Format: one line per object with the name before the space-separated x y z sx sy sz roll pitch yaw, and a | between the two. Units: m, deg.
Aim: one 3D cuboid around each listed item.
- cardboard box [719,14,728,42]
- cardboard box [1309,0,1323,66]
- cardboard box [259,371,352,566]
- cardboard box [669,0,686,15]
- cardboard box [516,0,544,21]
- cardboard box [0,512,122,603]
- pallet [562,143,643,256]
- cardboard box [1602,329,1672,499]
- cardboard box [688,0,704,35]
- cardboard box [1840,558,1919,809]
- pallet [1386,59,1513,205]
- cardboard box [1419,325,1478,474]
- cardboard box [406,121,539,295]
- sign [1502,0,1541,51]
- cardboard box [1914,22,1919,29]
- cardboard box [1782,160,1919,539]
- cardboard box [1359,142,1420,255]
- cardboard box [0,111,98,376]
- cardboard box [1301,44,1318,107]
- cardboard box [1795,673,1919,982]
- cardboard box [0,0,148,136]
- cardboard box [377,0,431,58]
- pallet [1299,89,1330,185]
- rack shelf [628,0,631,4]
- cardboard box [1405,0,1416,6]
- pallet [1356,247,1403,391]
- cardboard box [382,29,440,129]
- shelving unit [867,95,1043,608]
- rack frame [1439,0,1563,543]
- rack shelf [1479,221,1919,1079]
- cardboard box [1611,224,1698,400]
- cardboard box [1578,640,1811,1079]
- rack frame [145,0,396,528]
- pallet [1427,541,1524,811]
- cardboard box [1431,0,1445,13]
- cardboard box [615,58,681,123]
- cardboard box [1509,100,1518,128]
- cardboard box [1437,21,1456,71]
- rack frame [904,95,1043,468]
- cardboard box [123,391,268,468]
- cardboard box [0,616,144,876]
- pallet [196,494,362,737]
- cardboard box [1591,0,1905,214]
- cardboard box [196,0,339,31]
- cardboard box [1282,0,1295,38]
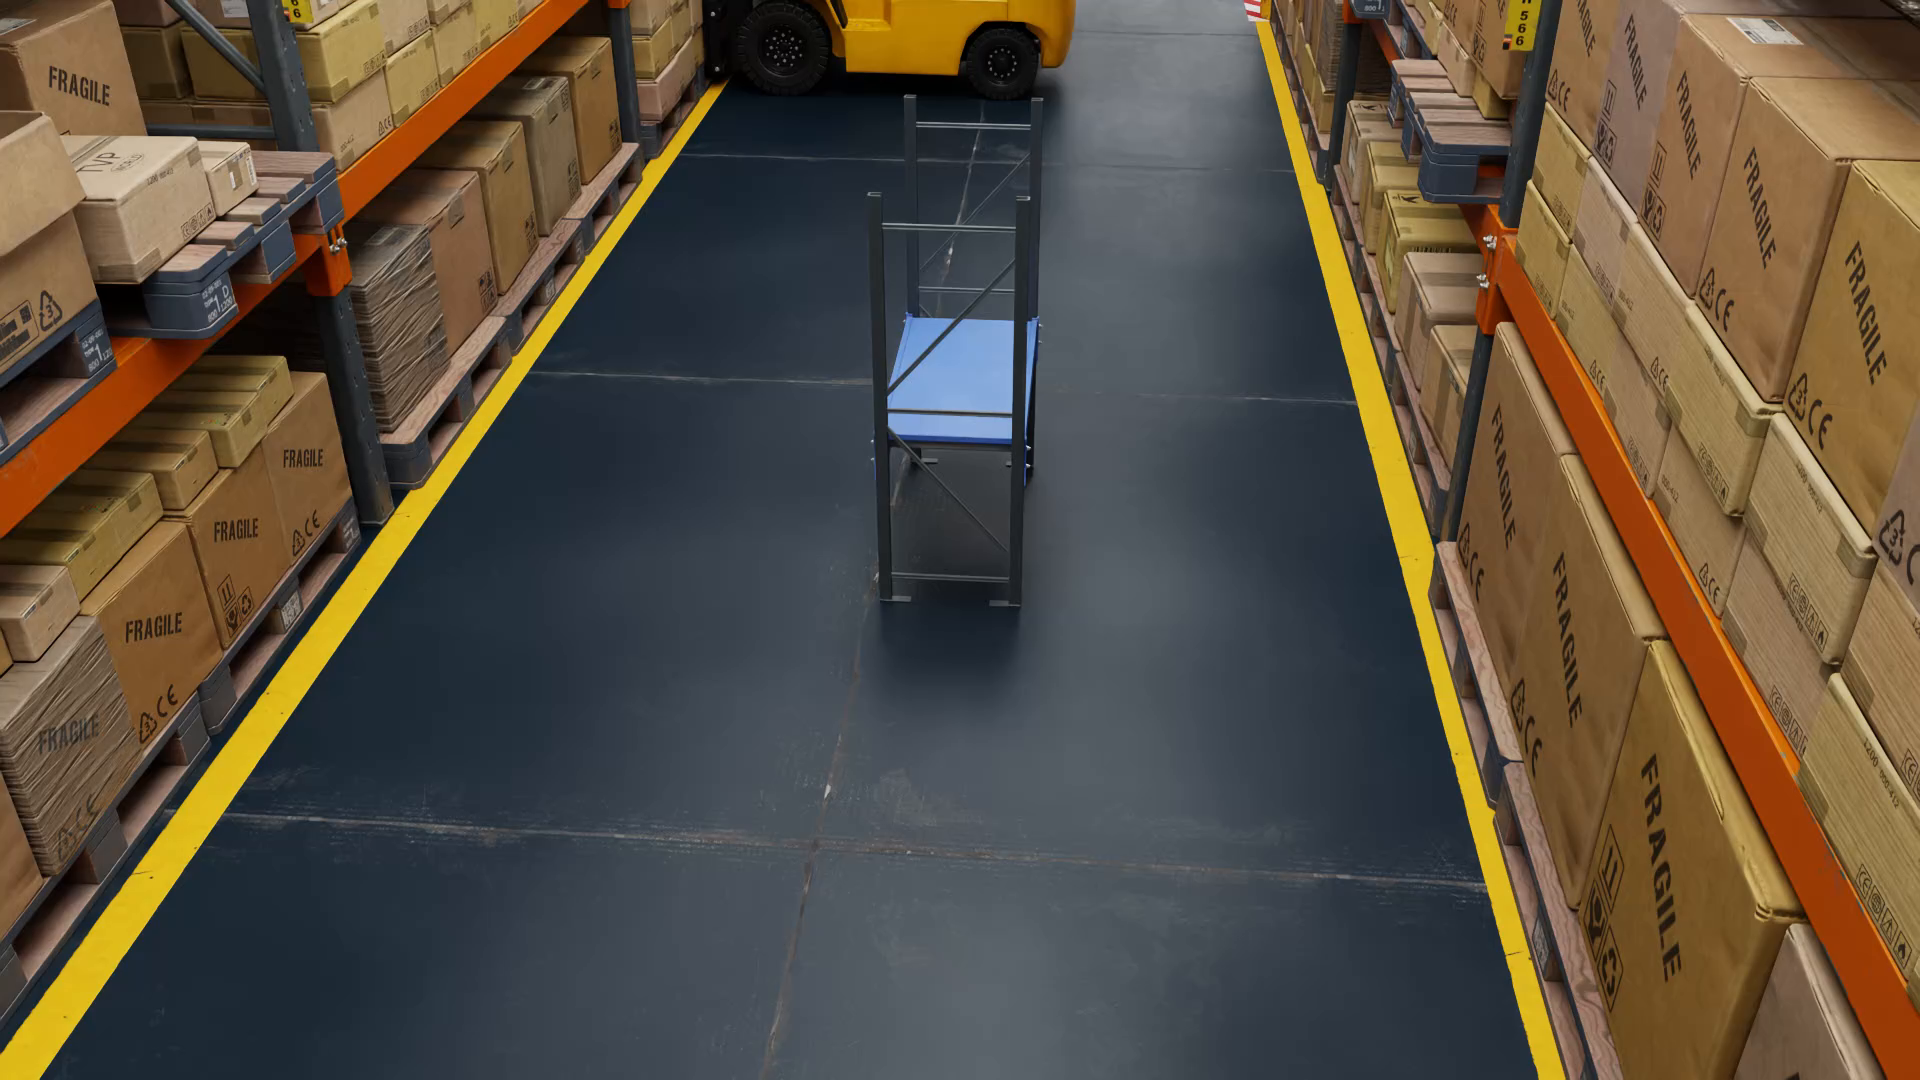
cardboard box | -1.879 -3.518 11.319 0.500 0.250 0.500 3 32 6
cardboard box | 2.406 -3.175 10.048 0.500 0.500 0.500 3 32 5
cardboard box | -2.508 -0.263 5.800 0.500 0.500 0.500 3 32 5
cardboard box | -1.958 -3.411 10.193 0.500 0.250 0.500 3 32 4
cardboard box | -2.249 -2.610 7.769 0.500 0.250 0.500 3 32 4
cardboard box | -2.619 0.046 4.680 0.380 0.149 0.250 2 32 3
pallet | -2.383 -1.896 9.126 1.003 0.211 1.213 2 32 4
cardboard box | 1.897 -0.316 4.047 0.500 0.250 0.500 3 32 6
cardboard box | -1.923 -3.457 10.744 0.500 0.250 0.500 2 32 4
cardboard box | 1.761 0.271 2.617 0.500 0.250 0.500 3 32 5
pallet | 2.212 -1.464 5.950 1.213 0.211 1.003 2 32 4
cardboard box | 2.316 -0.524 6.345 0.950 0.372 0.625 0 32 1
cardboard box | -2.523 -1.566 7.795 0.875 0.625 0.625 1 32 2
sign | 1.718 -1.646 5.034 0.100 0.325 0.005 2 32 4
cardboard box | 2.398 -0.827 3.685 0.500 0.500 0.500 2 32 4
cardboard box | 1.816 -0.325 2.869 0.500 0.500 0.500 3 32 5
cardboard box | 2.490 -1.670 8.205 0.950 0.372 0.625 4 32 7
cardboard box | -2.636 -0.740 4.093 0.797 0.503 0.637 2 32 3
cardboard box | 2.399 -2.868 10.265 0.500 0.250 0.500 2 32 3
cardboard box | 1.762 0.475 2.763 0.500 0.250 0.500 2 32 3
cardboard box | -2.885 -1.338 5.066 0.500 0.500 0.500 4 32 6
cardboard box | -2.366 -2.011 6.321 0.500 0.250 0.500 3 32 6
pallet | 2.605 -2.426 9.985 1.003 0.211 1.213 2 32 4
rack shelf | -2.199 -4.210 10.908 1.077 0.370 4.000 2 32 4
cardboard box | 2.092 -2.376 7.086 0.380 0.149 0.250 4 32 6
pallet | 2.427 -1.026 7.714 1.003 0.211 1.213 2 32 4
cardboard box | -2.362 -1.799 6.453 0.500 0.250 0.500 2 32 3
shelving unit | 0.007 -0.683 5.929 0.538 1.500 1.048 2 32 4
rack frame | 2.260 -1.169 5.287 1.000 3.000 0.127 2 32 4
rack shelf | 2.097 0.183 3.779 1.077 0.370 4.000 2 32 4
cardboard box | 1.877 -0.533 3.922 0.500 0.250 0.500 2 32 4
cardboard box | 1.971 0.848 3.639 0.875 0.875 0.875 3 32 5
rack frame | -2.688 -1.379 5.628 1.000 3.000 0.127 2 32 4
pallet | 2.121 0.428 5.355 1.003 0.211 1.213 2 32 4
cardboard box | 2.091 -2.301 6.345 0.500 0.500 0.500 0 32 1
cardboard box | -1.992 -2.717 10.021 0.500 0.250 0.500 3 32 4
cardboard box | 2.052 -1.422 5.537 0.380 0.149 0.250 4 32 6
cardboard box | 2.006 -1.830 6.200 0.380 0.149 0.250 1 32 2
rack frame | 0.048 -0.949 6.360 0.500 1.500 0.032 2 32 4
cardboard box | -2.467 -0.356 5.333 0.380 0.149 0.250 1 32 1
cardboard box | -2.623 0.544 4.490 0.500 0.500 0.500 1 32 2
pallet | -2.786 0.197 5.729 1.003 0.211 1.213 2 32 4
cardboard box | 1.945 -1.130 4.176 0.500 0.500 0.500 3 32 4
cardboard box | -2.368 -1.851 5.682 0.380 0.149 0.250 3 32 5
cardboard box | 2.521 -3.683 11.588 0.500 0.250 0.500 4 32 6
